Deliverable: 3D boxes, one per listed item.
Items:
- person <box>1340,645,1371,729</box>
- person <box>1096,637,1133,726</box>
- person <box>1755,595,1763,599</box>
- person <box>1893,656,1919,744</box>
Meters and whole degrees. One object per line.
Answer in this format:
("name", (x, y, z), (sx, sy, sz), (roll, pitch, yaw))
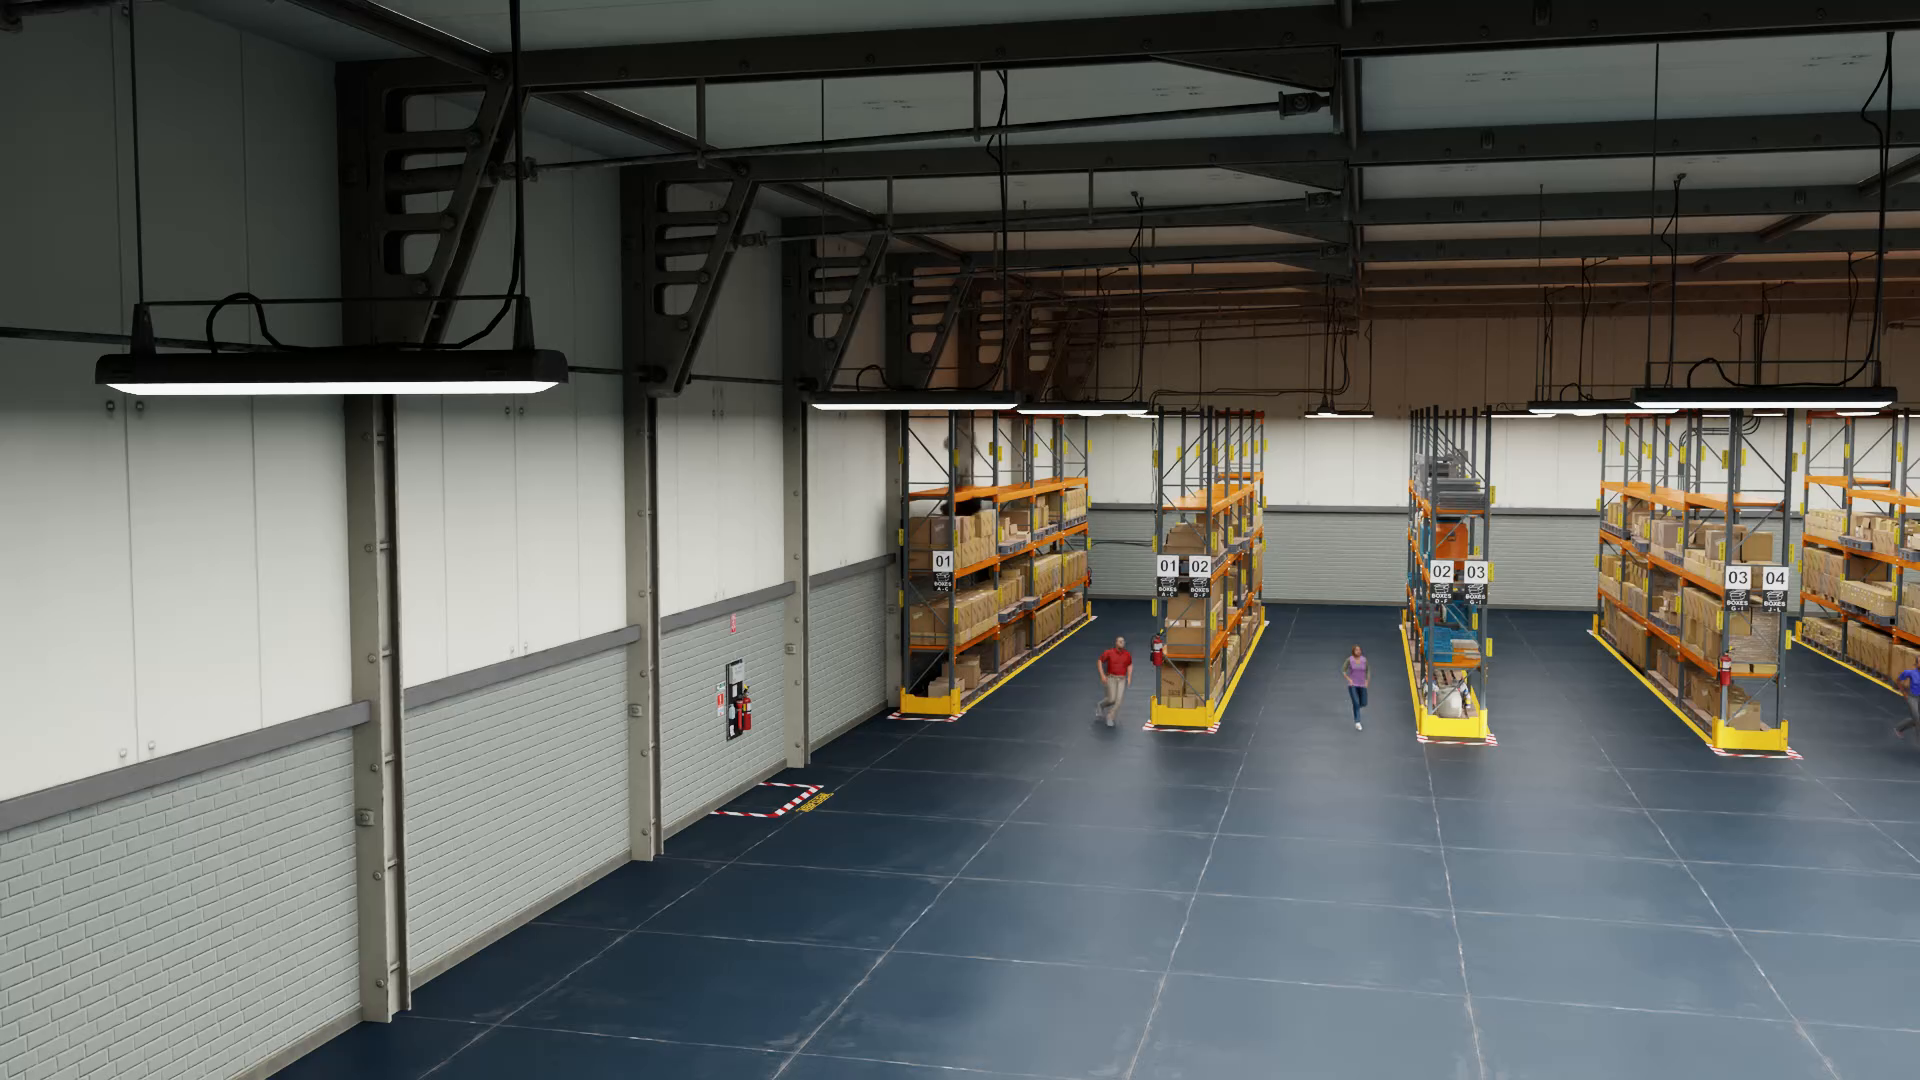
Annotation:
("person", (7.405, 2.731, 31.142), (0.564, 1.560, 0.599), (0, 4, -6))
("person", (2.958, 2.649, 31.357), (0.696, 1.651, 0.573), (-1, 4, -18))
("person", (20.741, 1.731, 43.859), (0.532, 1.699, 0.757), (-2, 5, -28))
("person", (16.626, 2.845, 28.922), (0.532, 1.700, 1.045), (-1, 4, -11))
